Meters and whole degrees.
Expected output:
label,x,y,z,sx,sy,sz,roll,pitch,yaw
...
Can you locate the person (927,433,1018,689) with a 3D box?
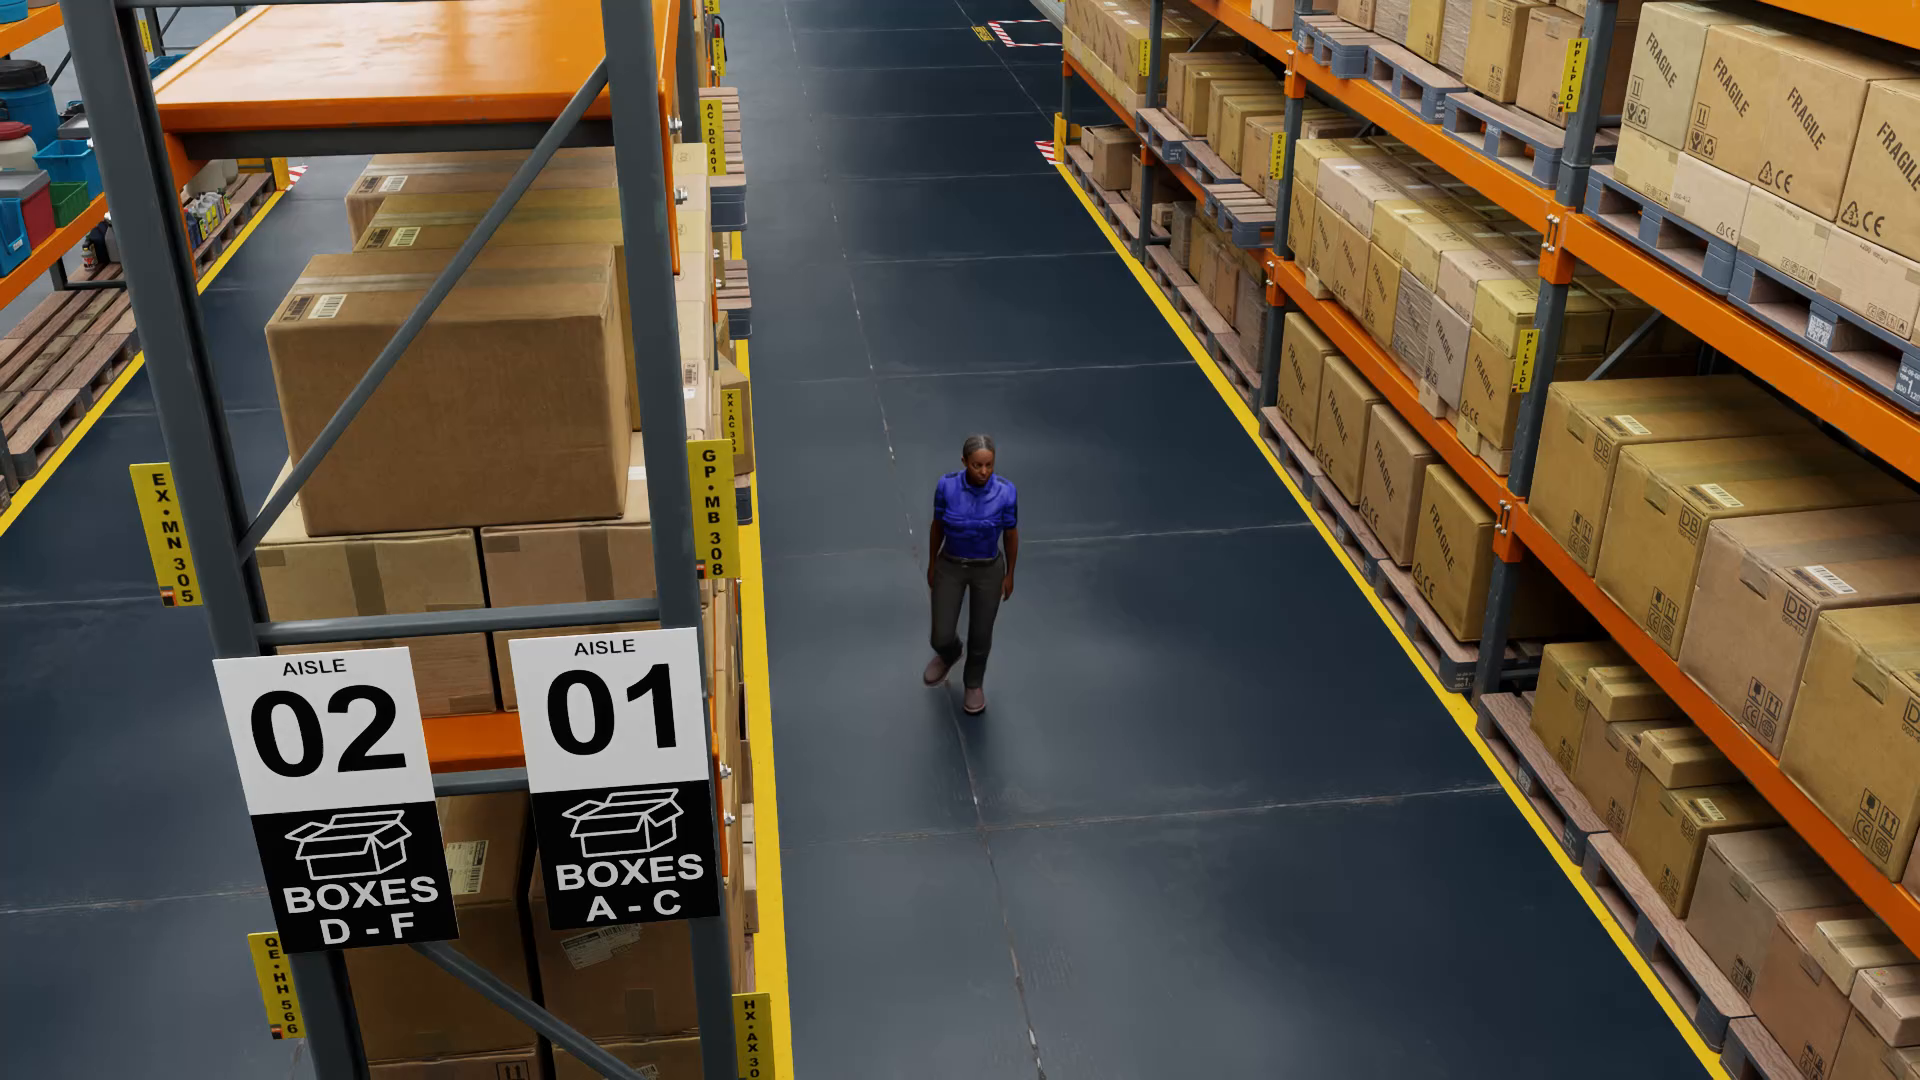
label,x,y,z,sx,sy,sz,roll,pitch,yaw
person,0.063,0.134,8.755,0.483,1.563,0.436,1,27,2
